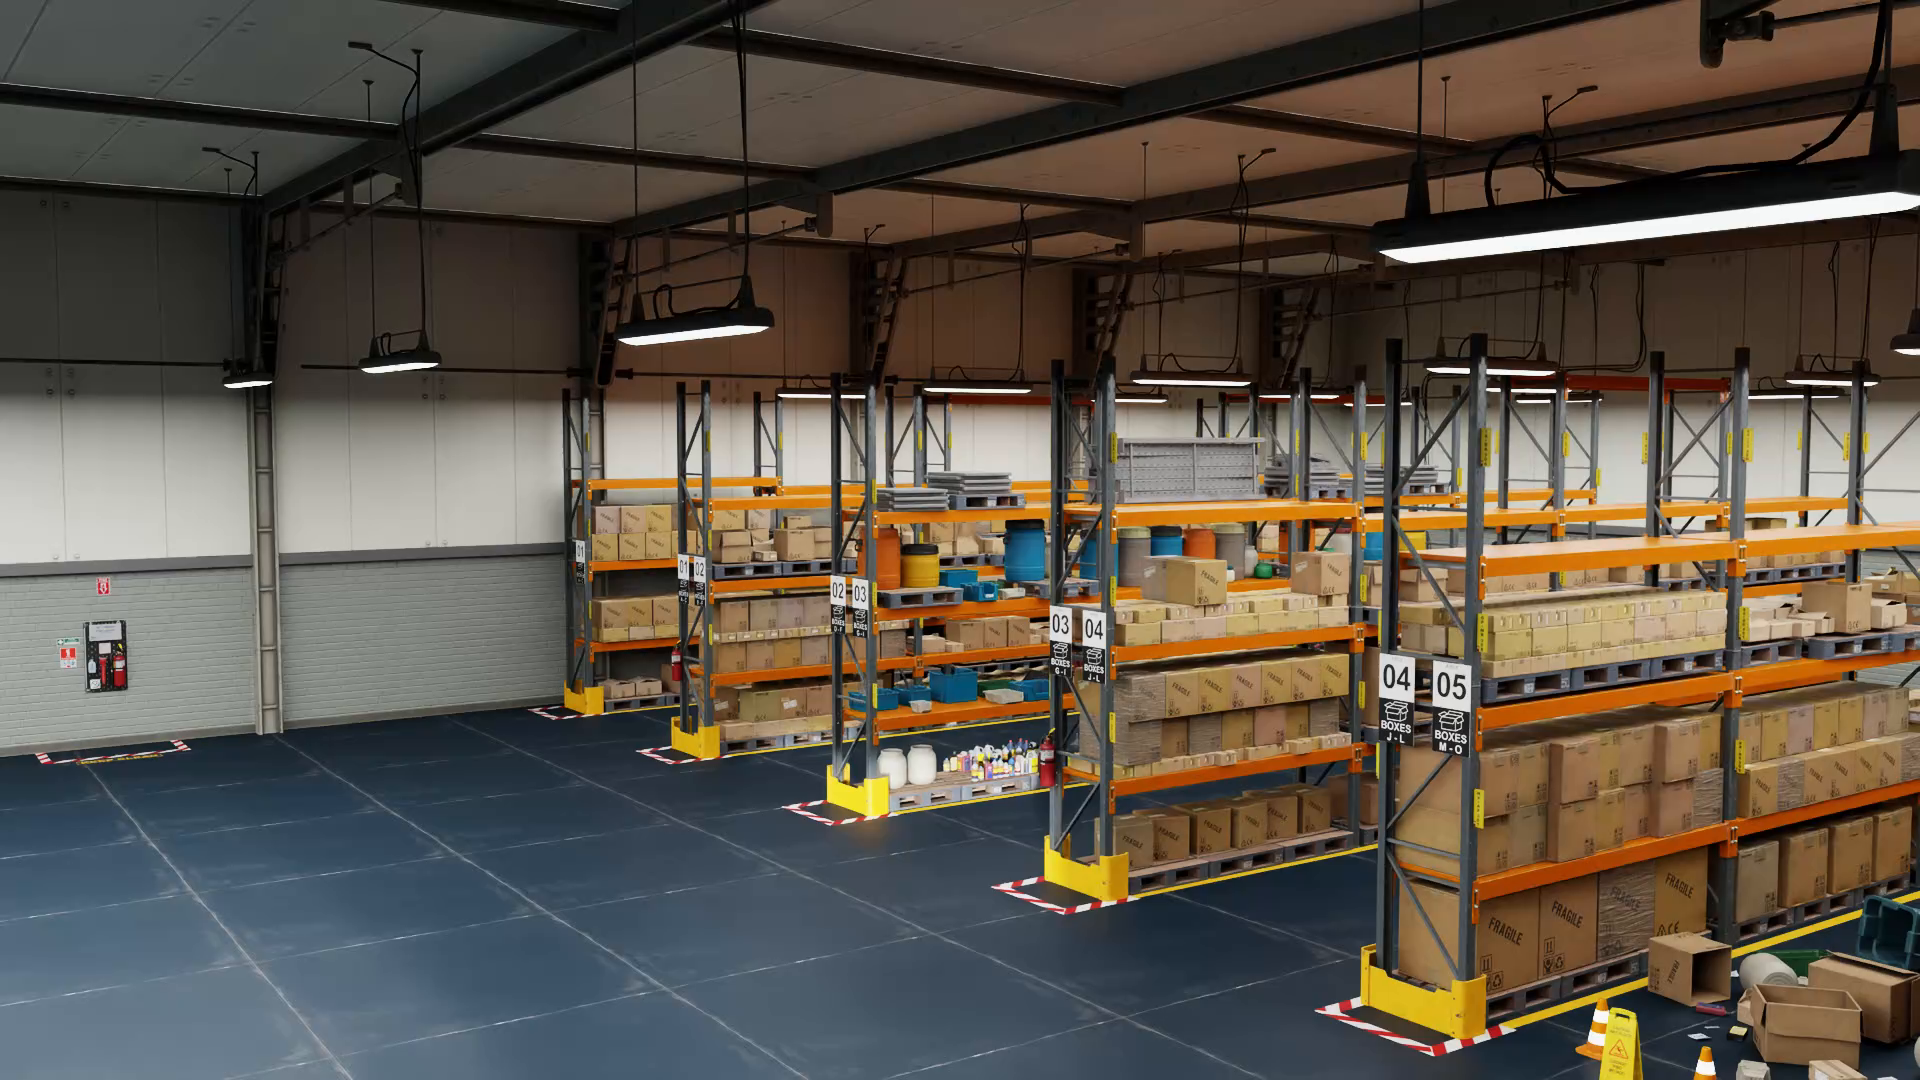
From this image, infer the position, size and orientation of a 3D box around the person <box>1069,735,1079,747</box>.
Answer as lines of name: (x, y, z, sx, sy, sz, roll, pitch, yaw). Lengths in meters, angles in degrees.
person: (2.217, 2.533, 27.431, 0.769, 1.763, 0.586, 1, 4, 14)
